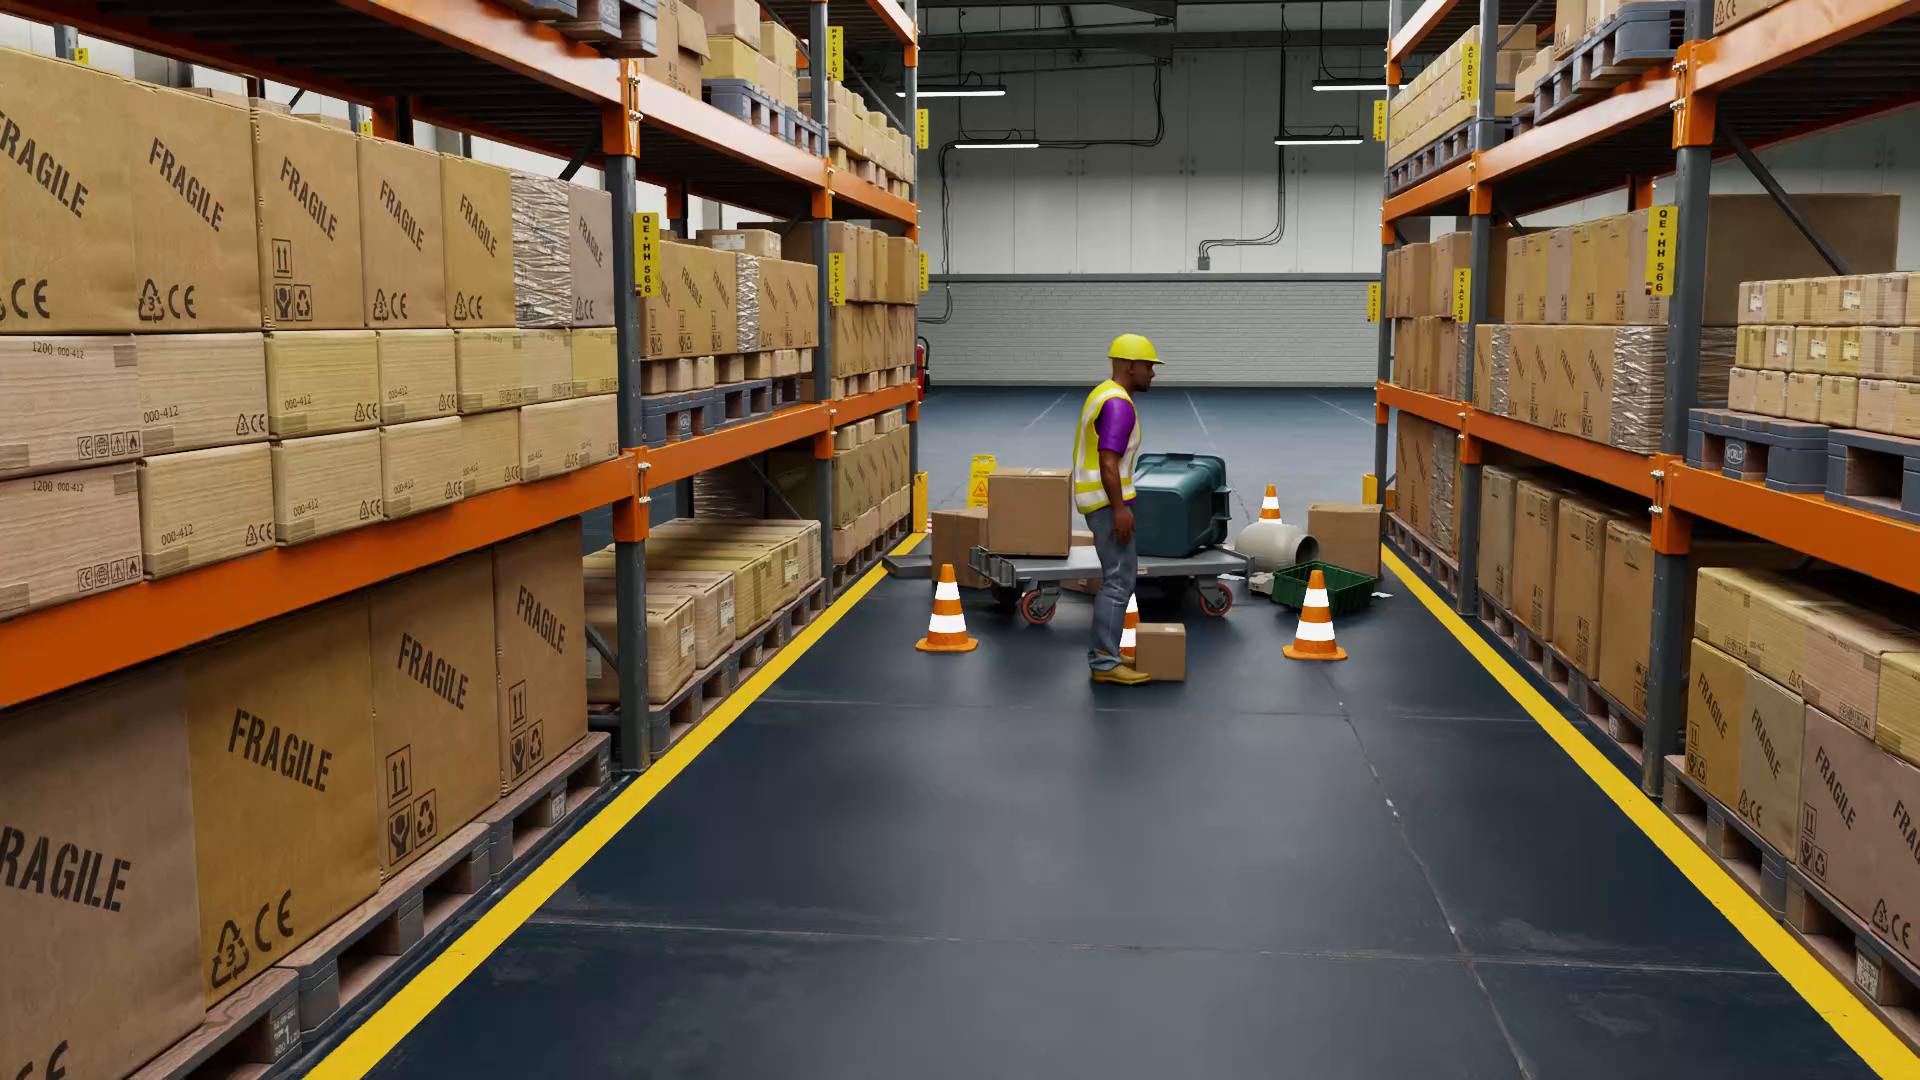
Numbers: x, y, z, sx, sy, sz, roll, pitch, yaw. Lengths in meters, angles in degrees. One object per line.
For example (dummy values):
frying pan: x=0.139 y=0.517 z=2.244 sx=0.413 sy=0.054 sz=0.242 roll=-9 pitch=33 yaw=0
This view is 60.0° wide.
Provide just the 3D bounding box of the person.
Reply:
person: x=0.808 y=-0.171 z=8.523 sx=0.462 sy=1.759 sz=0.627 roll=0 pitch=8 yaw=3
